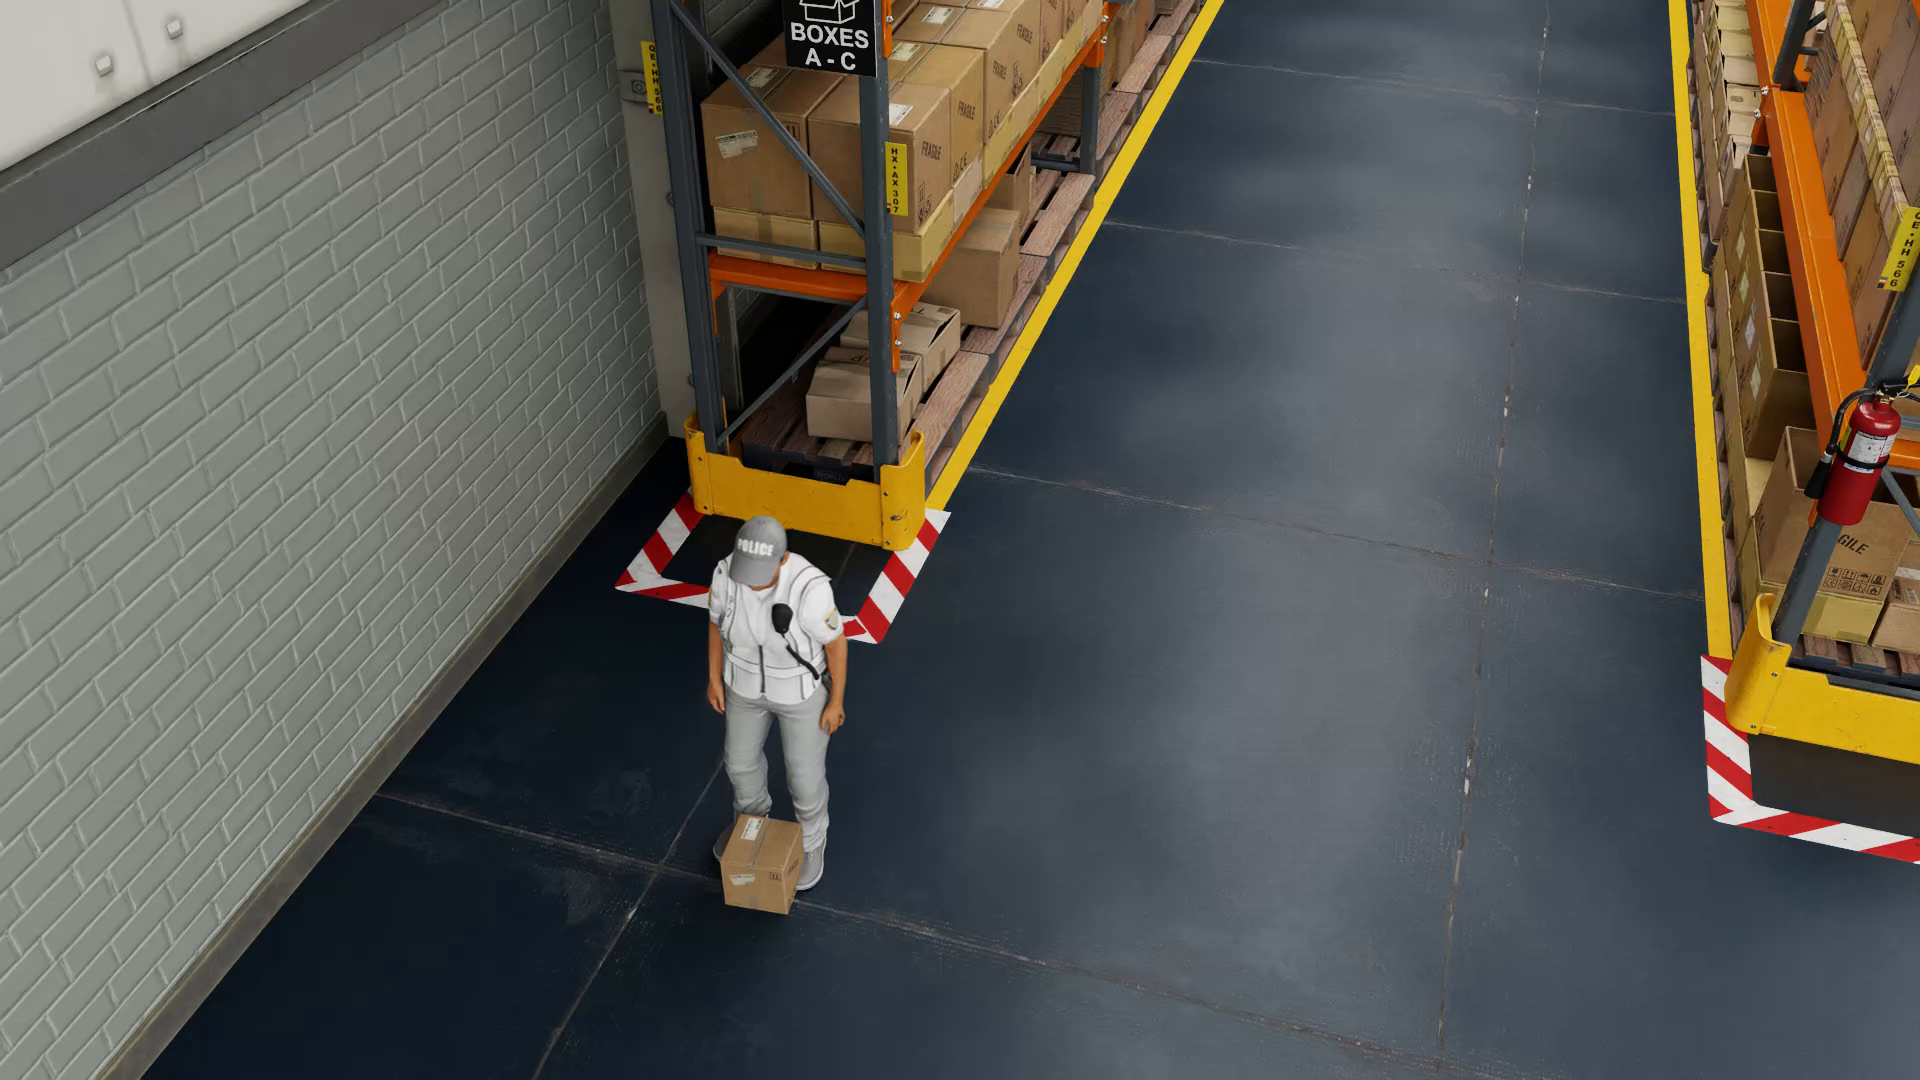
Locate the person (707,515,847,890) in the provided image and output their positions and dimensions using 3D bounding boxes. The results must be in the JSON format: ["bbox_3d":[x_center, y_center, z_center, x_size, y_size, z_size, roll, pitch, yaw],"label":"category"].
[{"bbox_3d":[-0.689,0.561,6.146,0.554,1.666,0.470,10,38,13],"label":"person"}]
